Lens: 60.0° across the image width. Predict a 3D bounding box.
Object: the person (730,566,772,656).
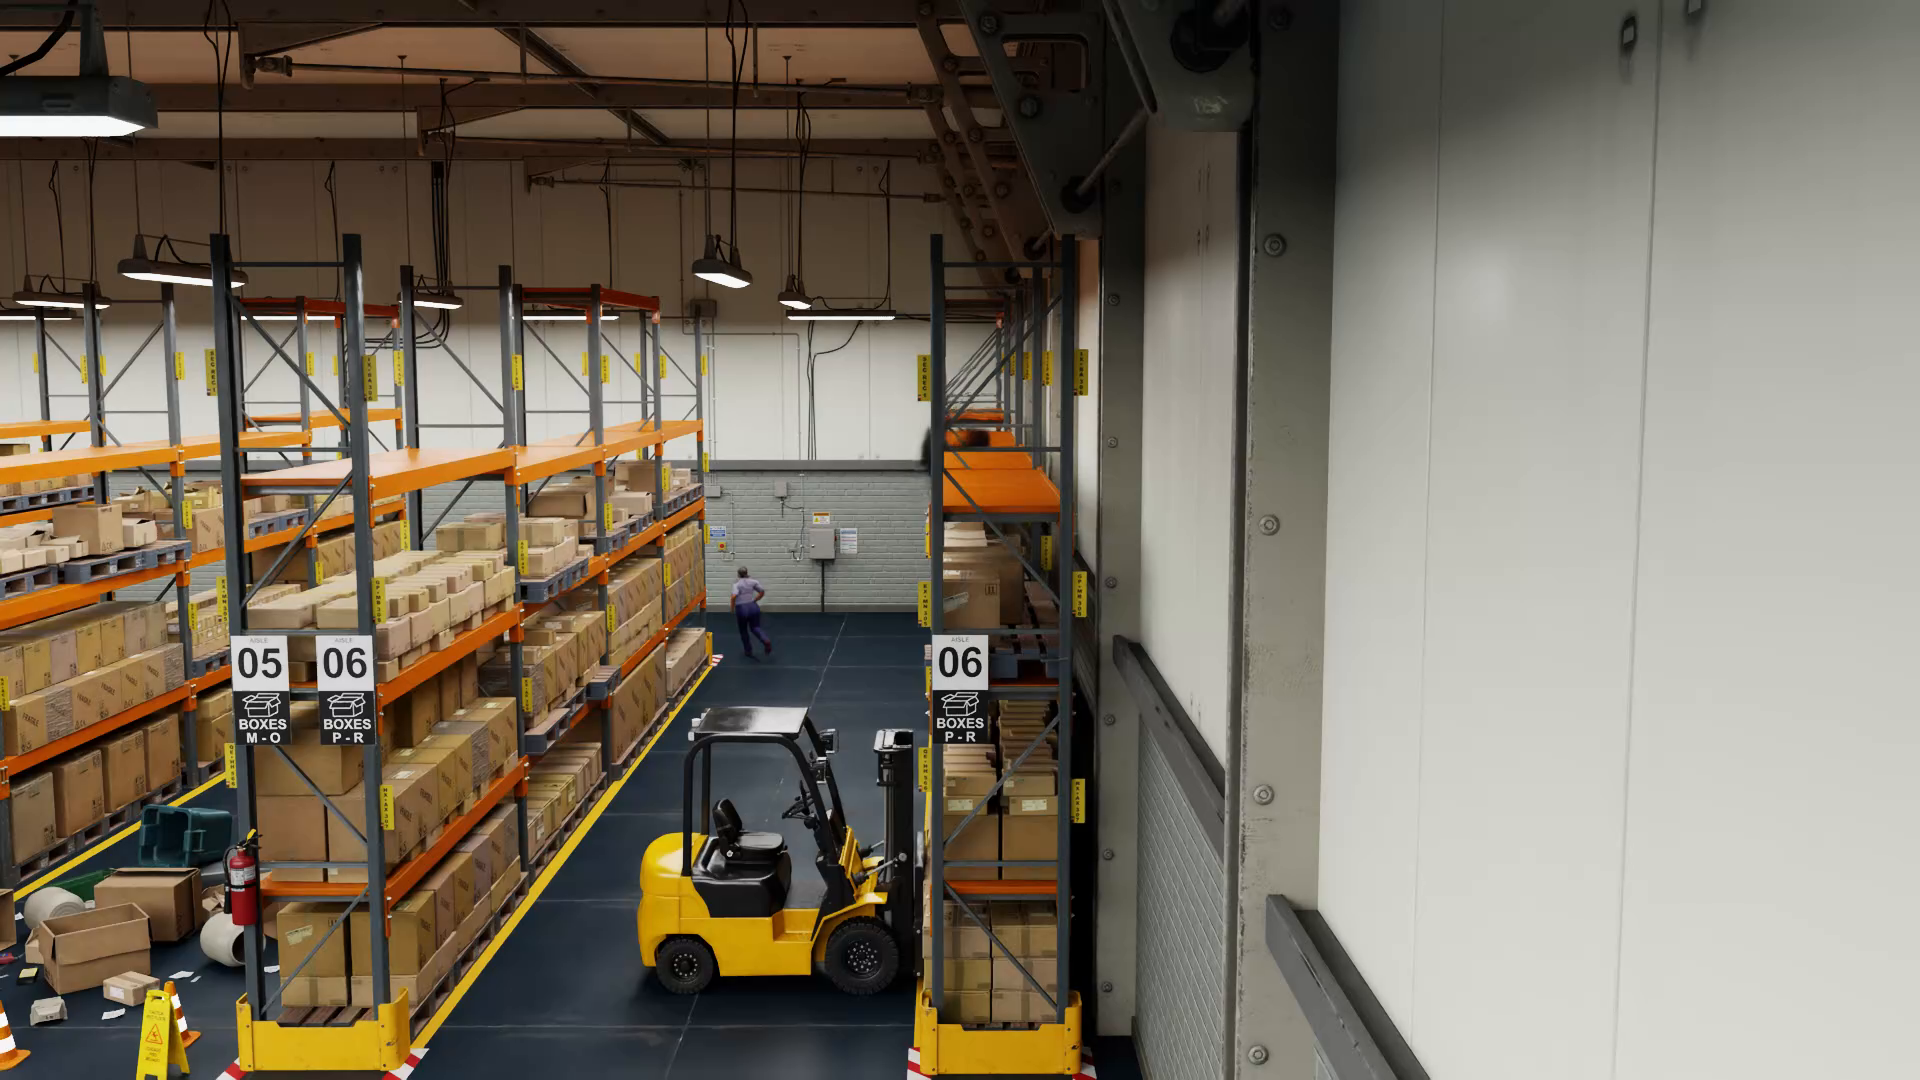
[{"bbox_3d":[-3.668,1.329,28.469,0.669,1.408,0.817,-4,7,-32],"label":"person"}]
